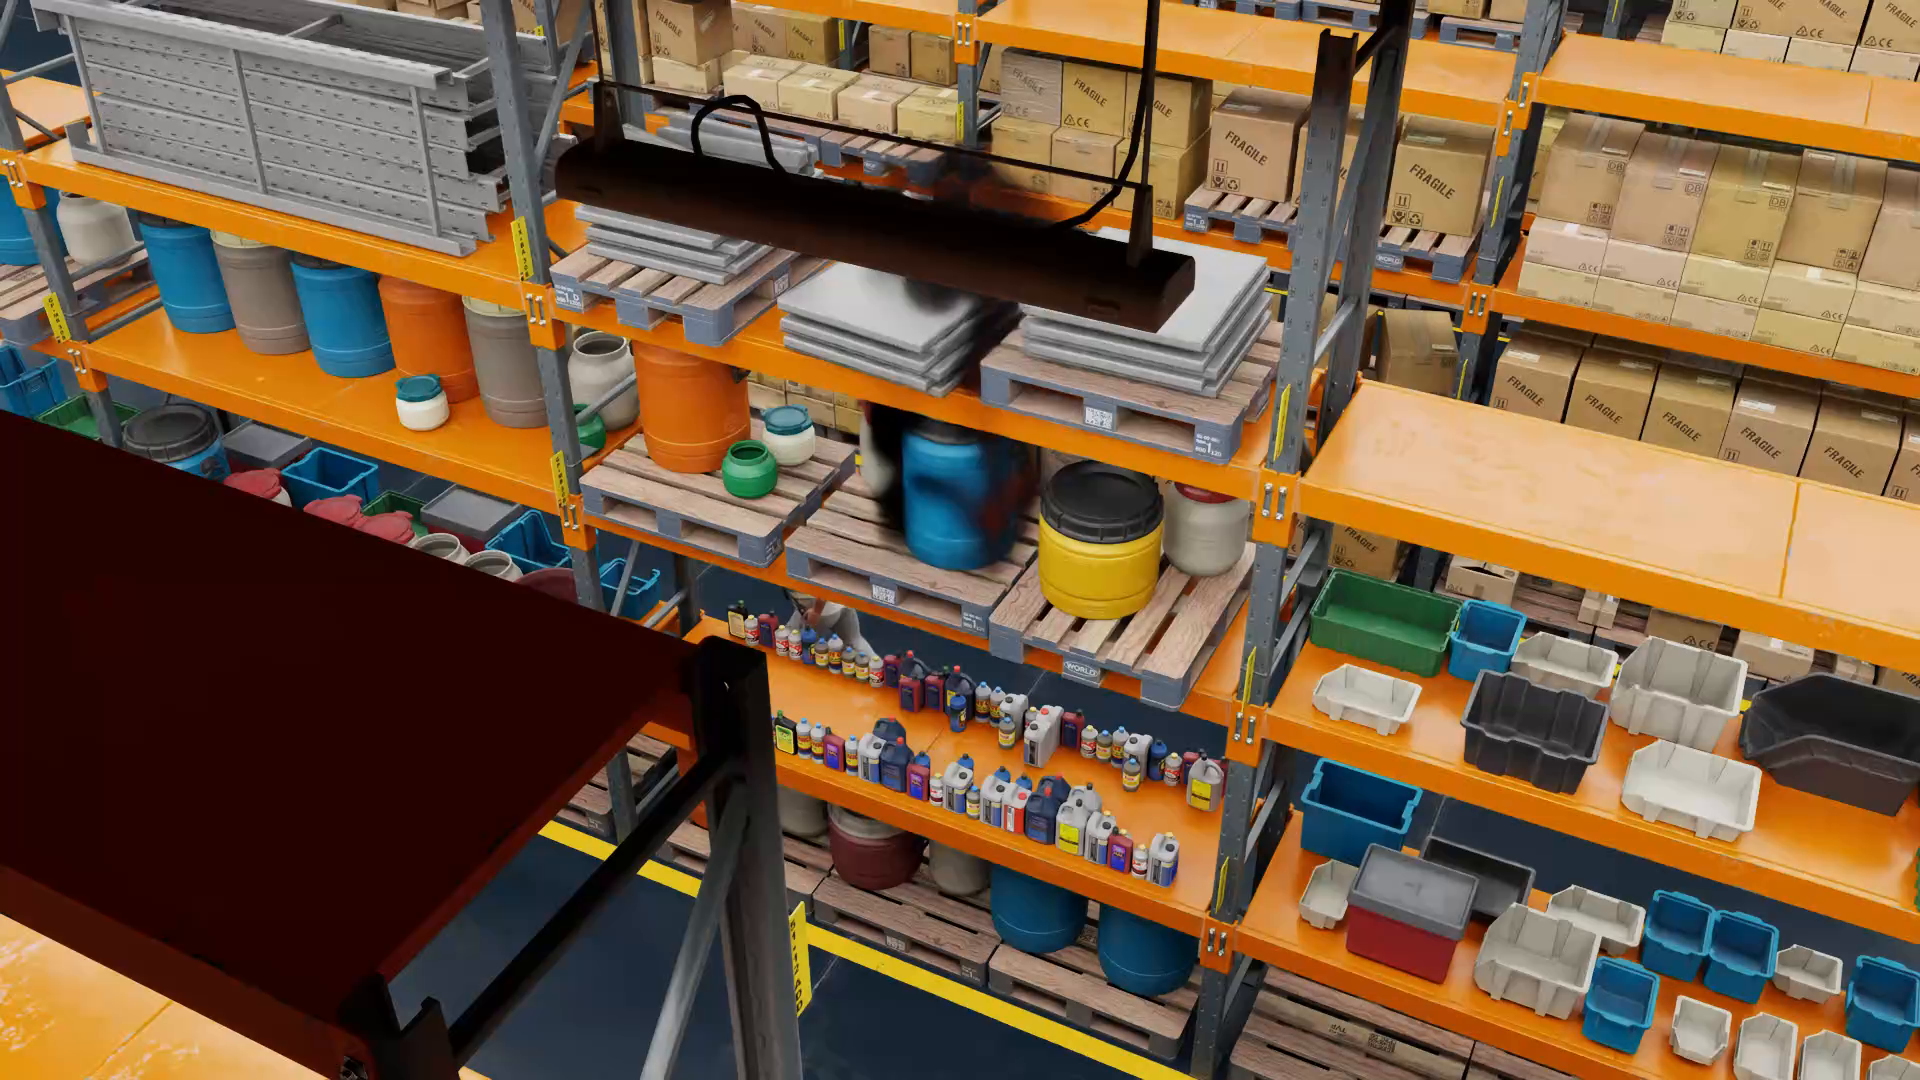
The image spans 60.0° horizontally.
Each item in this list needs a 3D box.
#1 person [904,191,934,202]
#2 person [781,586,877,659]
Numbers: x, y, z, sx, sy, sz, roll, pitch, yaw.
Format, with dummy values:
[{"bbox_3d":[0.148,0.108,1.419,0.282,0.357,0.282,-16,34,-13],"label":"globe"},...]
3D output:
[{"bbox_3d":[-0.211,-2.587,16.059,0.984,1.734,0.714,13,37,17],"label":"person"},{"bbox_3d":[-0.968,0.459,11.732,0.998,1.753,0.670,13,37,18],"label":"person"}]
